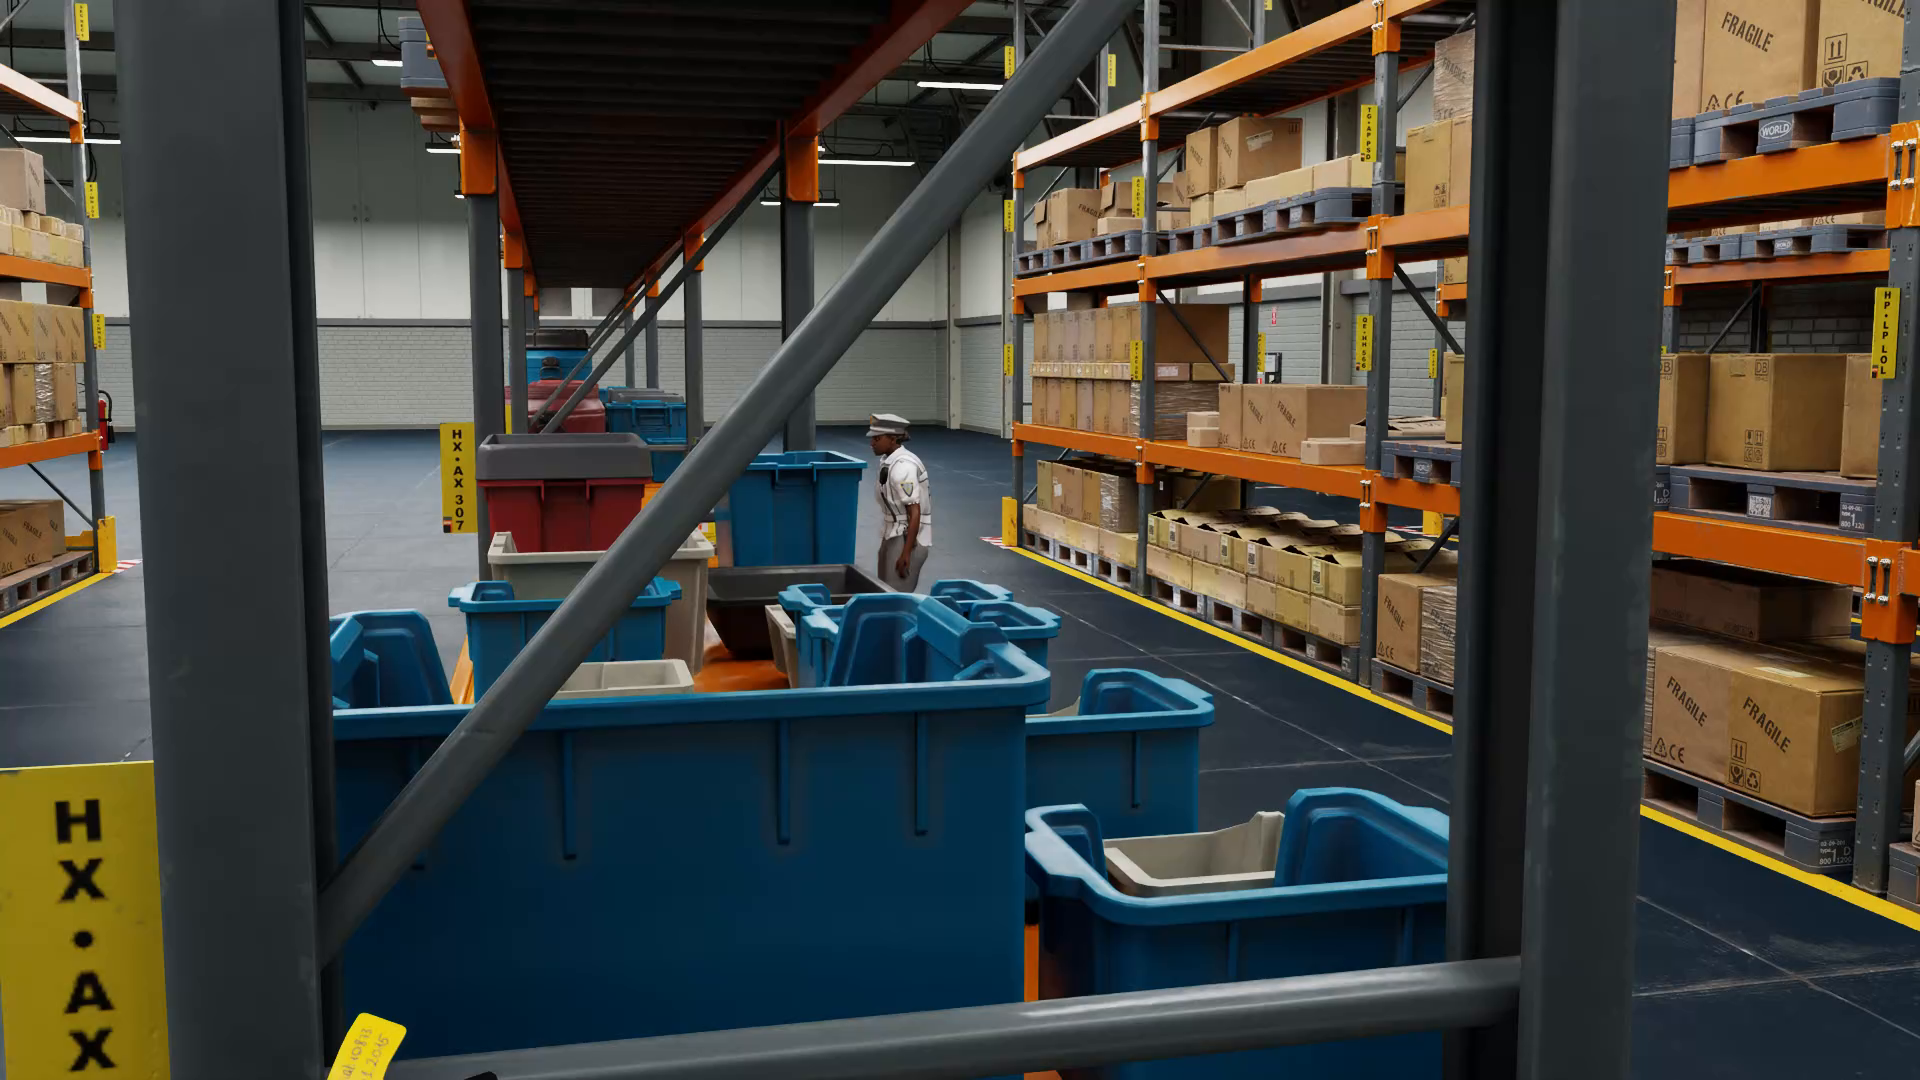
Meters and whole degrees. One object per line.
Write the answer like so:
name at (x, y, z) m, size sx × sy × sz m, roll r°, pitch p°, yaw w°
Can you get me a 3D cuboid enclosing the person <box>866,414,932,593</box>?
person at (-0.398, 0.058, 10.139) m, size 0.426 × 1.661 × 0.531 m, roll -2°, pitch 7°, yaw -17°
